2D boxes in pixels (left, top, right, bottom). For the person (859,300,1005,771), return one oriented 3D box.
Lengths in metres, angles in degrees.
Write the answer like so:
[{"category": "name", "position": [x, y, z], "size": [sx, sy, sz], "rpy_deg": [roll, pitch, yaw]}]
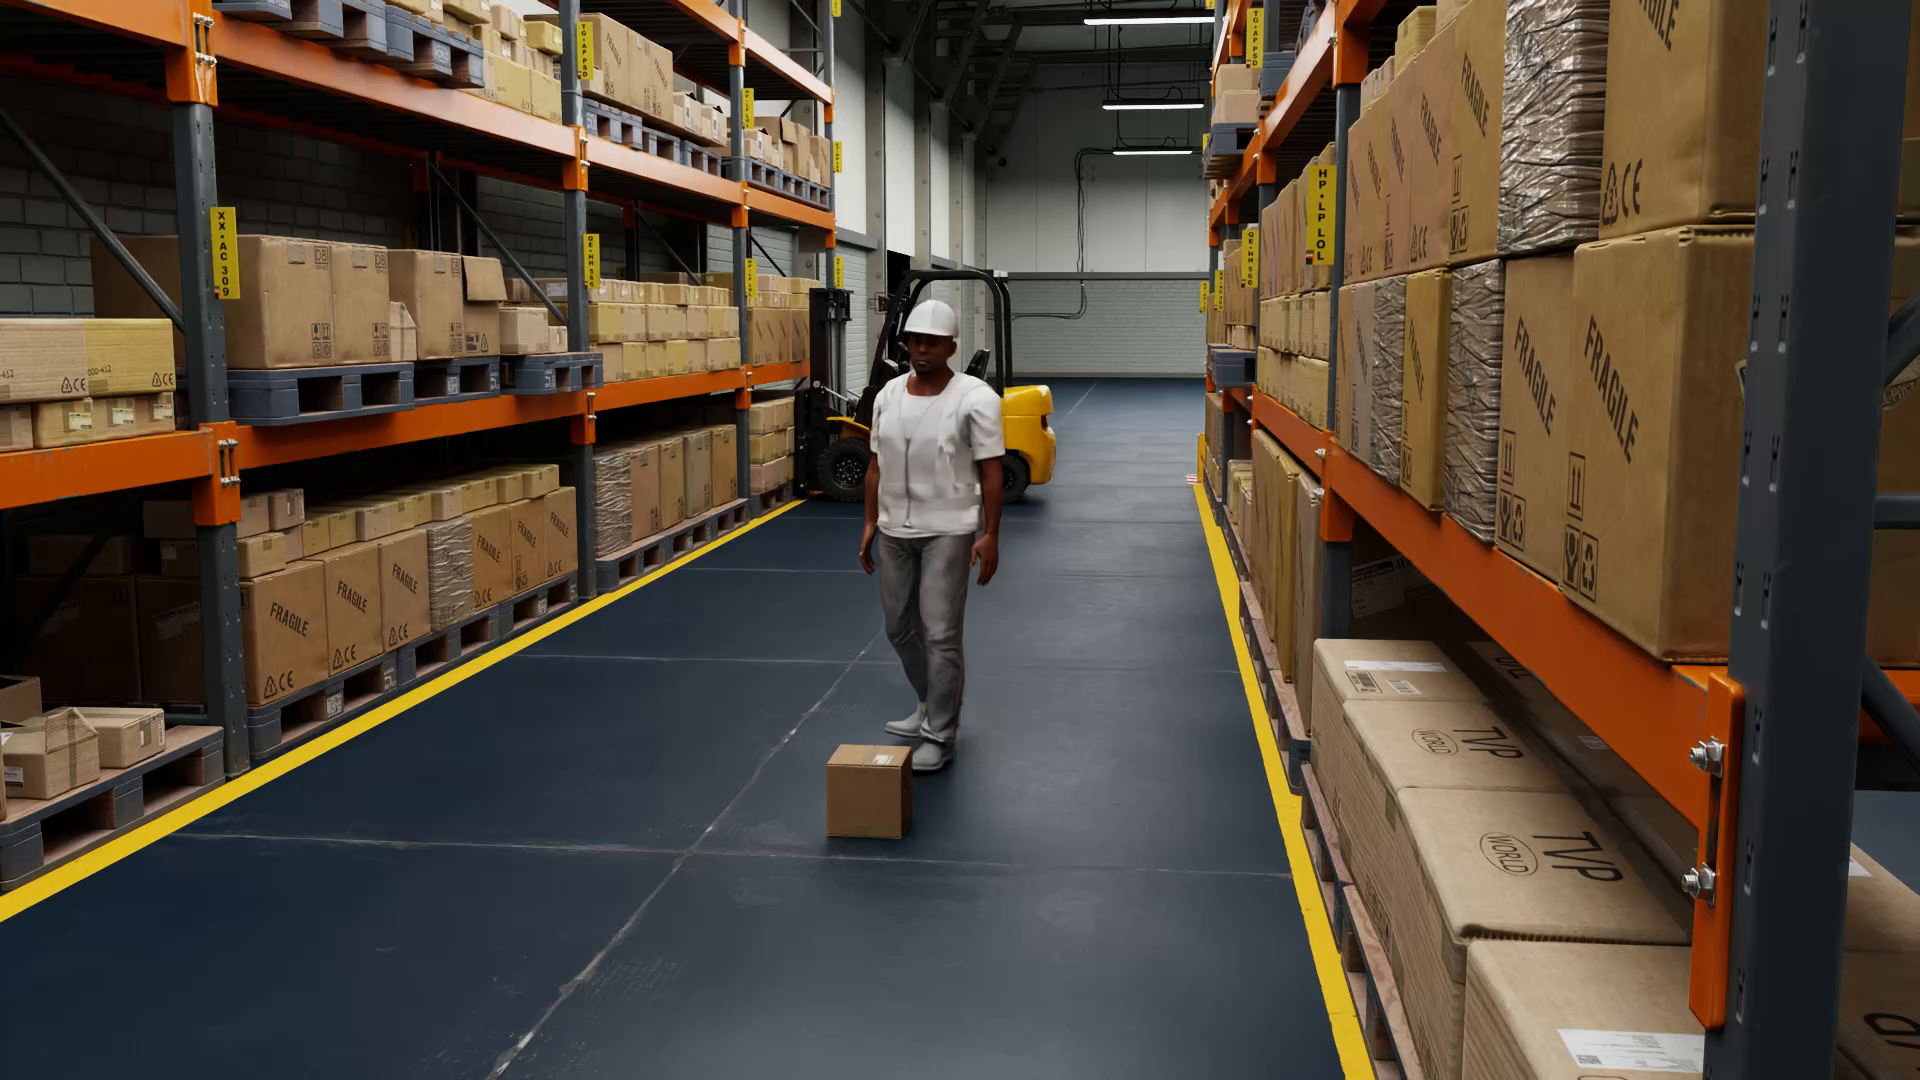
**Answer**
[{"category": "person", "position": [-0.106, -0.029, 6.395], "size": [0.579, 1.771, 0.599], "rpy_deg": [5, 9, 32]}]
